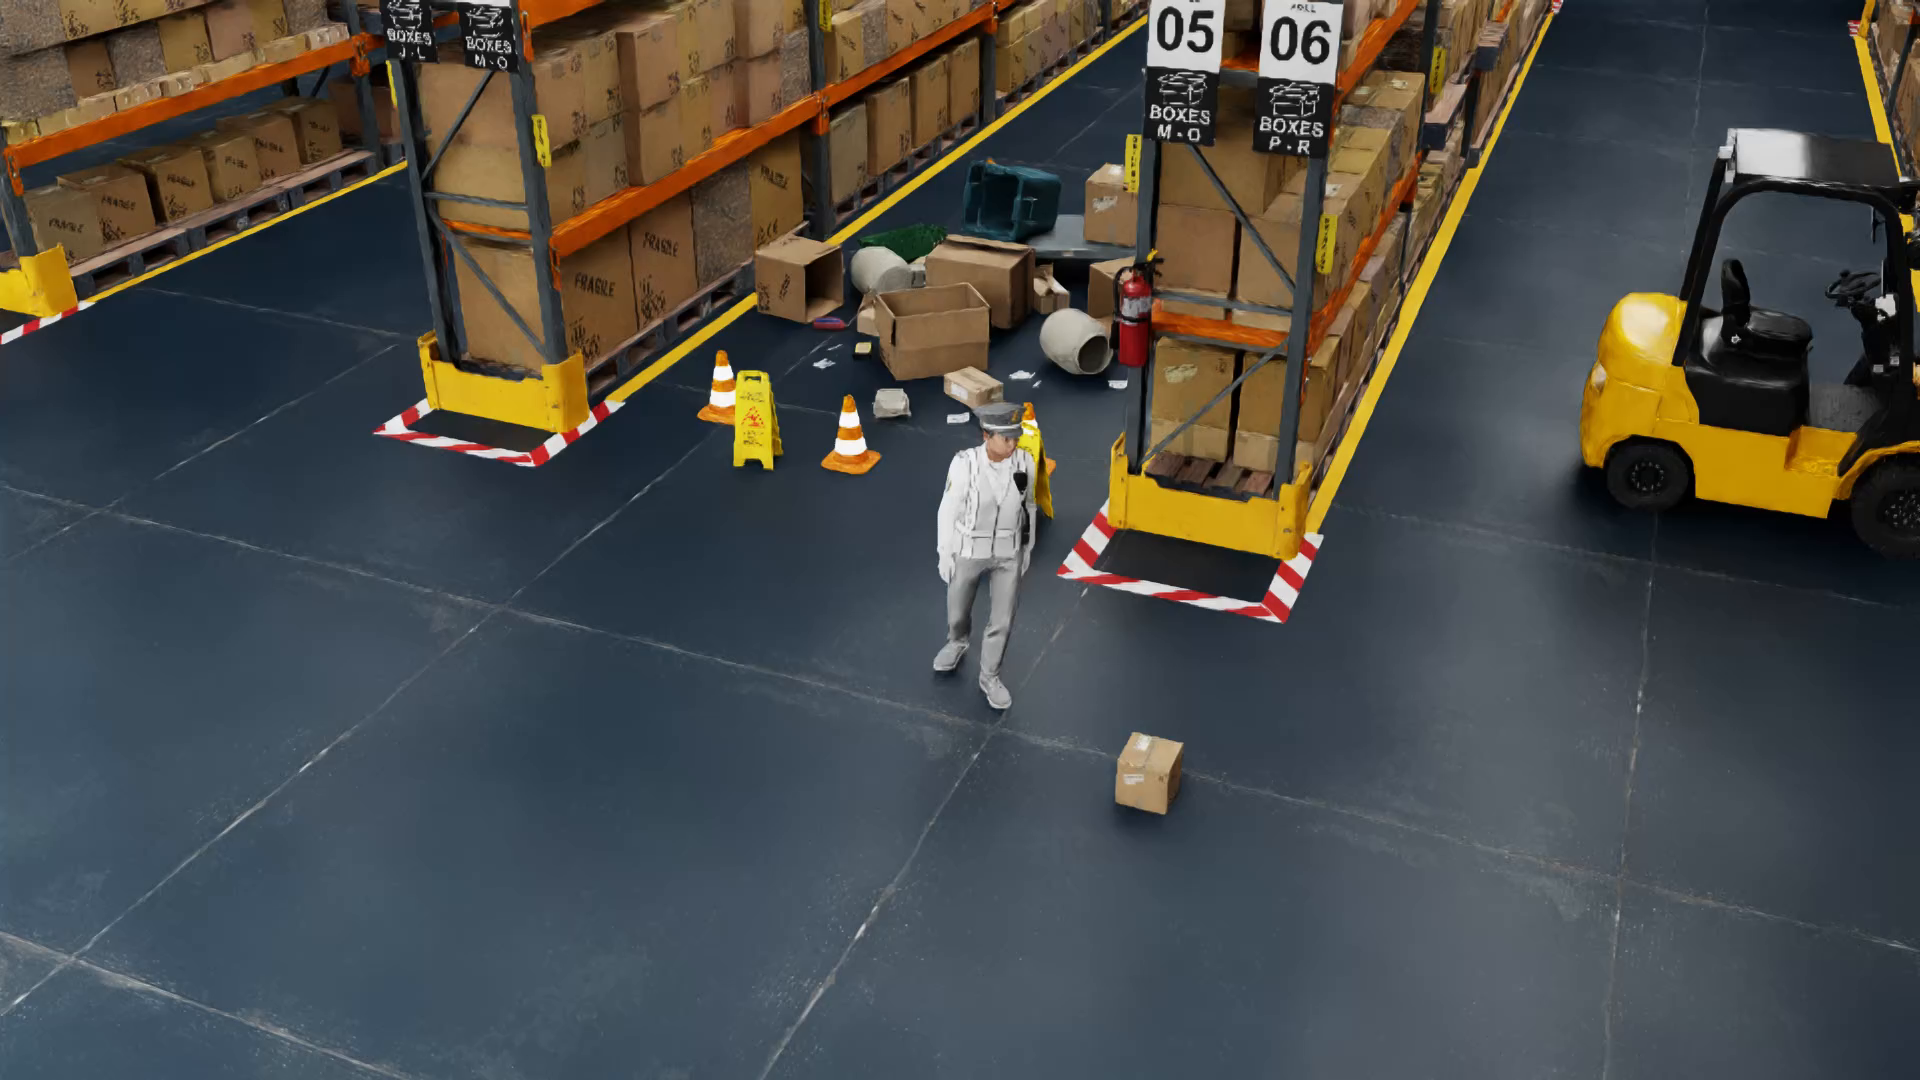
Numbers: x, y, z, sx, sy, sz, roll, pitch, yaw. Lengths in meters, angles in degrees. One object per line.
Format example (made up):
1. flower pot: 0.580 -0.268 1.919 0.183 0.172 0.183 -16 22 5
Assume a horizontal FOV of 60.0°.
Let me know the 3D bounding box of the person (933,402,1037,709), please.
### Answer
1. person: 0.125 0.021 8.342 0.509 1.667 0.561 -5 30 -9
